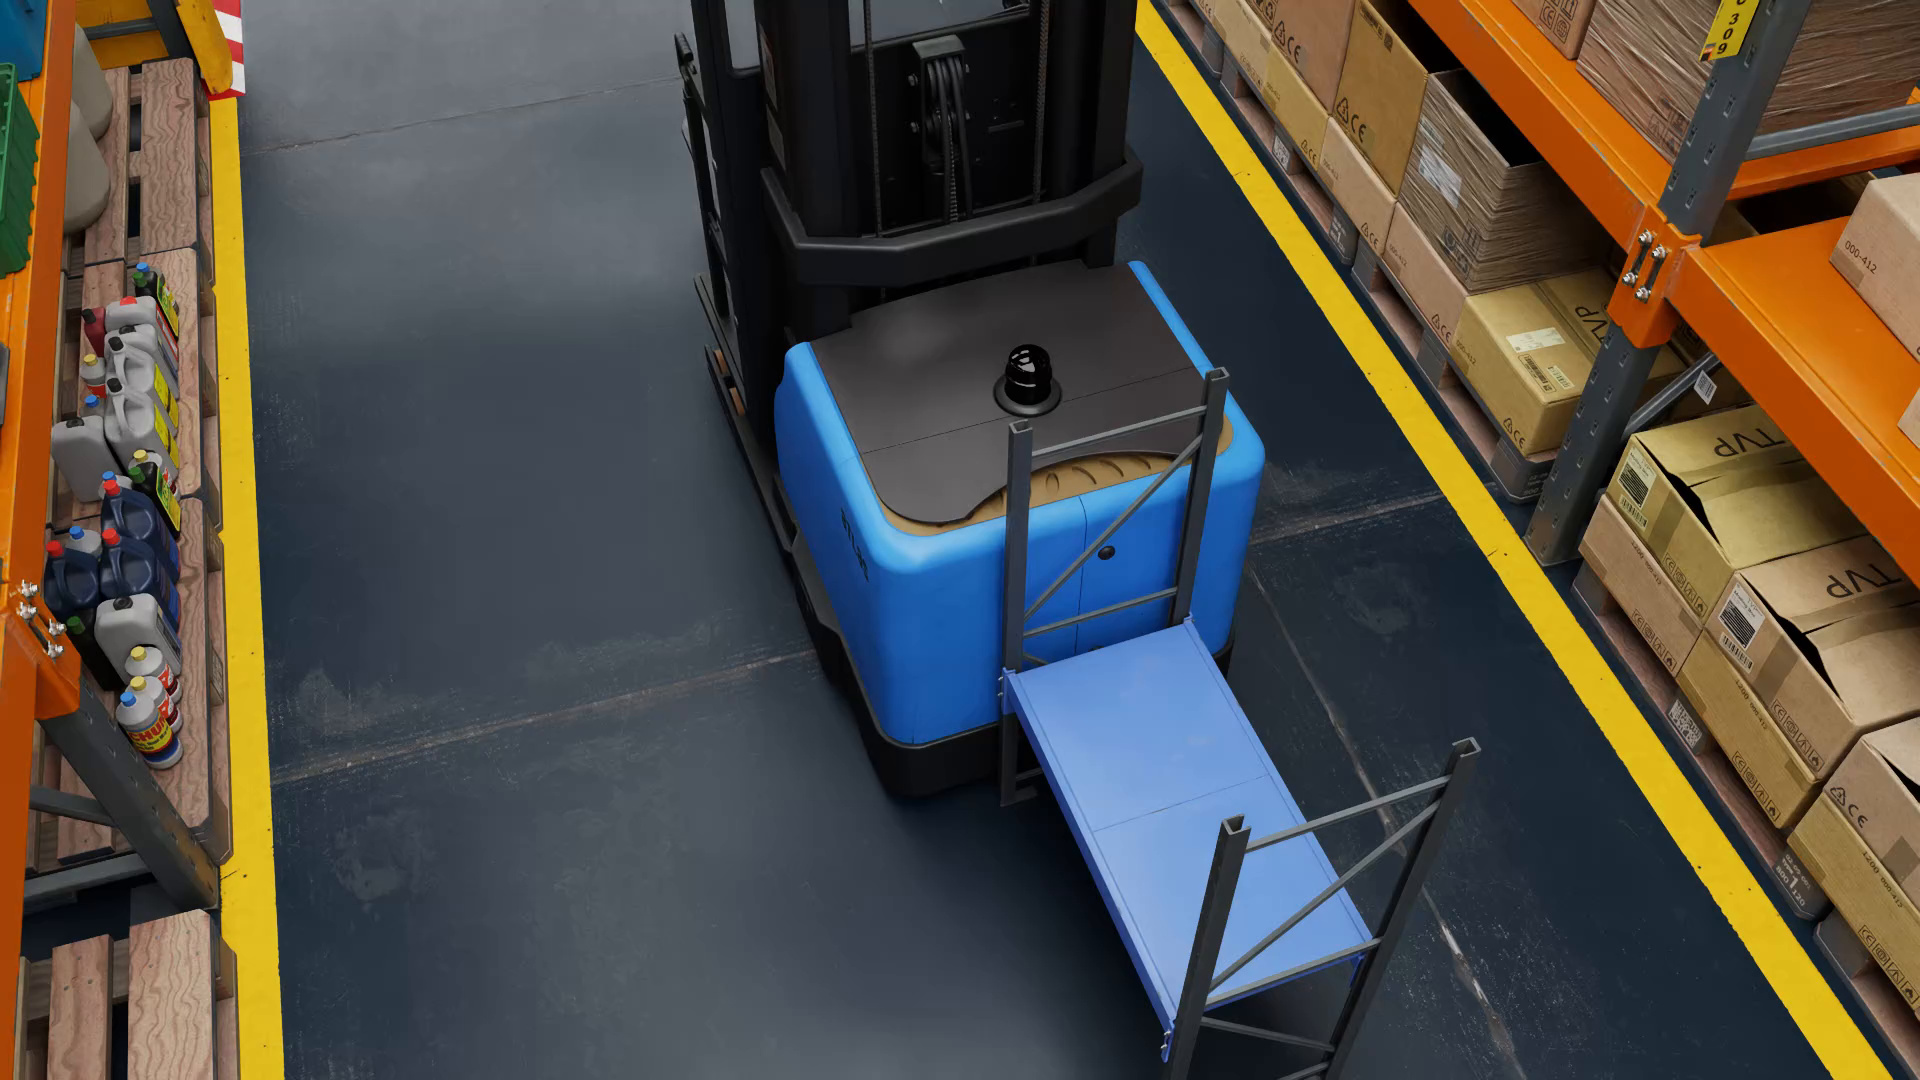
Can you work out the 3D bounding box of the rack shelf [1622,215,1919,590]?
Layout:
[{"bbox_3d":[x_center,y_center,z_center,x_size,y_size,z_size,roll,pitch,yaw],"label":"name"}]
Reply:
[{"bbox_3d":[2.860,0.659,3.203,1.077,0.370,4.000,-13,51,-11],"label":"rack shelf"}]

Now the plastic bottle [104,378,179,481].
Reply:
[{"bbox_3d":[-2.488,-0.336,5.016,0.144,0.351,0.185,-14,51,-11],"label":"plastic bottle"}]

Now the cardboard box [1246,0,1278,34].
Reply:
[{"bbox_3d":[1.342,-2.277,6.241,0.500,0.500,0.500,-13,51,-11],"label":"cardboard box"}]

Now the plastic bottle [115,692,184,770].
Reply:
[{"bbox_3d":[-2.140,0.489,4.372,0.097,0.271,0.097,0,50,0],"label":"plastic bottle"}]

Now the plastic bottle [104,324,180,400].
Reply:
[{"bbox_3d":[-2.596,-0.568,5.261,0.152,0.276,0.135,-15,51,-12],"label":"plastic bottle"}]

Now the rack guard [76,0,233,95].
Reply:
[{"bbox_3d":[-3.580,-1.987,6.598,1.175,0.500,0.348,-13,51,-11],"label":"rack guard"}]

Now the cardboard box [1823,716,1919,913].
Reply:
[{"bbox_3d":[2.450,0.639,3.906,0.500,0.311,0.500,-15,51,-12],"label":"cardboard box"}]

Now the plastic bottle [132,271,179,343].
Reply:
[{"bbox_3d":[-2.633,-0.781,5.435,0.061,0.283,0.133,-12,51,-10],"label":"plastic bottle"}]

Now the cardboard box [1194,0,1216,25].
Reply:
[{"bbox_3d":[1.183,-2.398,6.833,0.500,0.250,0.500,-13,51,-11],"label":"cardboard box"}]

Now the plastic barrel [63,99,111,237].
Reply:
[{"bbox_3d":[-3.231,-1.342,5.772,0.421,0.512,0.421,0,50,0],"label":"plastic barrel"}]

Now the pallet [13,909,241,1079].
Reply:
[{"bbox_3d":[-2.195,1.547,3.808,1.003,0.211,1.213,-13,51,-11],"label":"pallet"}]

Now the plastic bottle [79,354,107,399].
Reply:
[{"bbox_3d":[-2.710,-0.502,5.254,0.097,0.201,0.097,0,50,0],"label":"plastic bottle"}]

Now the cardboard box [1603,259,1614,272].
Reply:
[{"bbox_3d":[2.278,-1.056,5.702,0.500,0.250,0.500,-13,51,-11],"label":"cardboard box"}]

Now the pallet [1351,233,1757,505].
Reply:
[{"bbox_3d":[2.073,-0.725,5.723,1.003,0.211,1.213,-13,51,-11],"label":"pallet"}]

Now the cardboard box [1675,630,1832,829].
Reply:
[{"bbox_3d":[2.301,0.442,4.440,0.500,0.250,0.500,-12,51,-10],"label":"cardboard box"}]

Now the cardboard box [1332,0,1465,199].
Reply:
[{"bbox_3d":[1.634,-1.546,5.625,0.500,0.500,0.500,-13,51,-11],"label":"cardboard box"}]

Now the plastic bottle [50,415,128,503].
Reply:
[{"bbox_3d":[-2.622,-0.260,5.001,0.152,0.276,0.135,-13,51,-11],"label":"plastic bottle"}]

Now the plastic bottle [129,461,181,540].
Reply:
[{"bbox_3d":[-2.371,-0.134,4.890,0.061,0.283,0.133,-11,51,-9],"label":"plastic bottle"}]

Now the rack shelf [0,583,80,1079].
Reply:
[{"bbox_3d":[-1.873,1.776,2.261,1.077,0.370,4.000,-13,51,-11],"label":"rack shelf"}]

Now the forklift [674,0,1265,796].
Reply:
[{"bbox_3d":[-0.216,-1.396,4.510,1.130,2.935,3.031,-16,52,-13],"label":"forklift"}]

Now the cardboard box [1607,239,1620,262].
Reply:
[{"bbox_3d":[2.275,-1.297,5.415,0.500,0.500,0.500,-13,51,-11],"label":"cardboard box"}]

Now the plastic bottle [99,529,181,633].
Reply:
[{"bbox_3d":[-2.307,0.112,4.638,0.144,0.351,0.185,-12,51,-10],"label":"plastic bottle"}]

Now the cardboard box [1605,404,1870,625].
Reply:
[{"bbox_3d":[2.153,-0.105,4.534,0.500,0.311,0.500,-13,51,-11],"label":"cardboard box"}]

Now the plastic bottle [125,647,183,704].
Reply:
[{"bbox_3d":[-2.200,0.363,4.524,0.097,0.201,0.097,0,50,0],"label":"plastic bottle"}]

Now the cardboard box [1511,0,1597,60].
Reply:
[{"bbox_3d":[1.969,-1.772,4.717,0.700,0.500,0.500,-14,51,-11],"label":"cardboard box"}]

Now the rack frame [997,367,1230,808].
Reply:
[{"bbox_3d":[0.342,0.184,4.114,0.500,1.500,0.032,-16,52,-13],"label":"rack frame"}]

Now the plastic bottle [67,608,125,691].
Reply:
[{"bbox_3d":[-2.363,0.280,4.541,0.061,0.283,0.133,-13,51,-11],"label":"plastic bottle"}]

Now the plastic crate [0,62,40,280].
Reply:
[{"bbox_3d":[-2.596,-0.903,4.188,0.450,0.188,0.662,-13,51,-11],"label":"plastic crate"}]

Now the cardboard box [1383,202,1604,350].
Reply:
[{"bbox_3d":[1.784,-0.939,5.604,0.500,0.250,0.500,-13,51,-11],"label":"cardboard box"}]

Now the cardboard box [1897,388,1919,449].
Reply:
[{"bbox_3d":[2.335,-0.259,3.671,0.380,0.149,0.250,-13,51,-11],"label":"cardboard box"}]

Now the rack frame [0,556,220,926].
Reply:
[{"bbox_3d":[-2.464,0.084,3.218,1.000,3.000,0.127,-13,51,-11],"label":"rack frame"}]

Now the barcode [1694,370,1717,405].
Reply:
[{"bbox_3d":[1.946,-0.399,4.343,0.001,0.075,0.075,-13,51,-11],"label":"barcode"}]

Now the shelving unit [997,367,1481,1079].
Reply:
[{"bbox_3d":[0.518,0.549,3.806,0.538,1.500,1.048,-16,52,-13],"label":"shelving unit"}]

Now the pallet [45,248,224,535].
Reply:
[{"bbox_3d":[-2.988,-0.410,5.458,1.003,0.211,1.213,-13,51,-11],"label":"pallet"}]

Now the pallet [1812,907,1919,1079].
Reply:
[{"bbox_3d":[2.888,1.287,4.027,1.003,0.211,1.213,-13,51,-11],"label":"pallet"}]

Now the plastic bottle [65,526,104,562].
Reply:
[{"bbox_3d":[-2.465,0.059,4.735,0.097,0.271,0.097,0,50,0],"label":"plastic bottle"}]

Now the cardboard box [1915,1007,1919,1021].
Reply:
[{"bbox_3d":[2.606,1.191,3.808,0.500,0.250,0.500,-12,51,-10],"label":"cardboard box"}]

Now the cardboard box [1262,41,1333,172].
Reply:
[{"bbox_3d":[1.474,-1.666,6.217,0.500,0.250,0.500,-13,51,-11],"label":"cardboard box"}]

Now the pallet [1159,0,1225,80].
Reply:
[{"bbox_3d":[1.352,-2.507,7.226,1.003,0.211,1.213,-13,51,-11],"label":"pallet"}]
